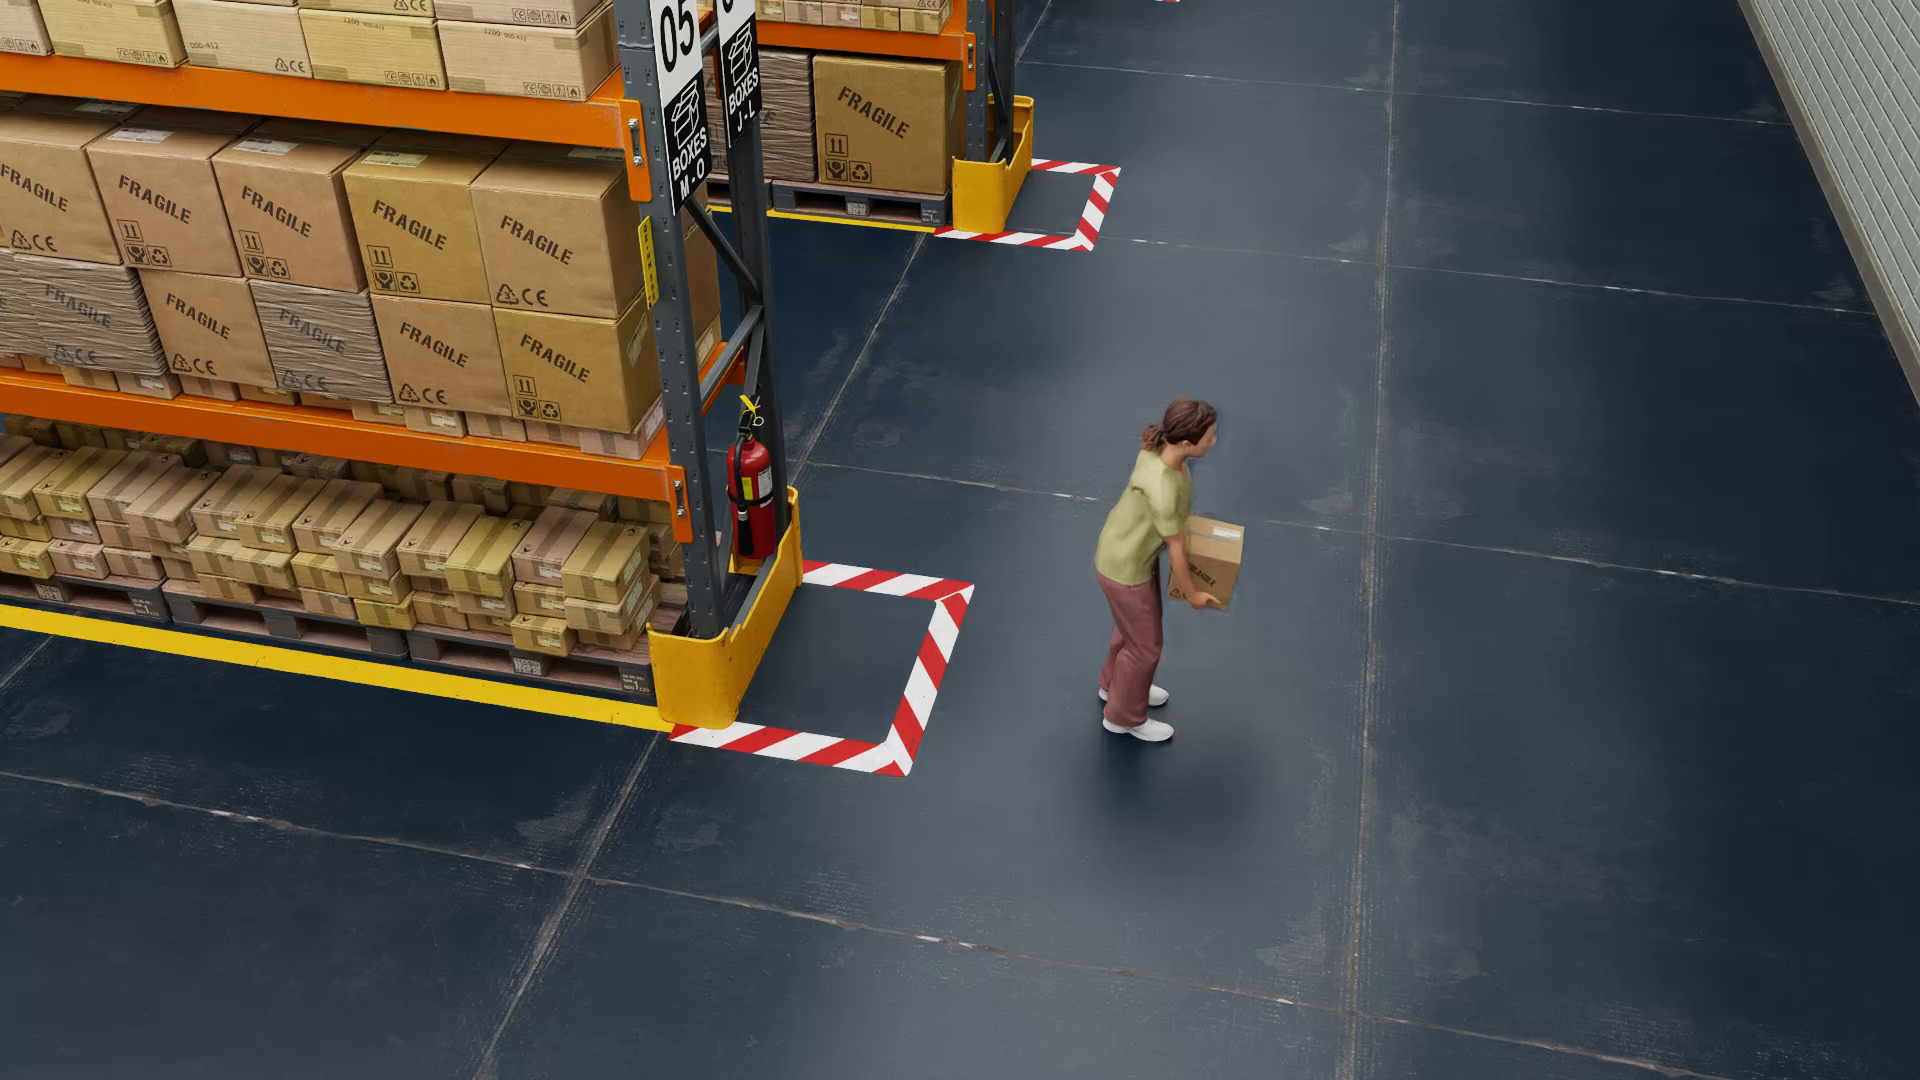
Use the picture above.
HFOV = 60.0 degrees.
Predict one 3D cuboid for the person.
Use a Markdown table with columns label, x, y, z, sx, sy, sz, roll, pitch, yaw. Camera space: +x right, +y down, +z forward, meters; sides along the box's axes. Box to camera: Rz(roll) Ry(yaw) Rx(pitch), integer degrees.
| label | x | y | z | sx | sy | sz | roll | pitch | yaw |
| --- | --- | --- | --- | --- | --- | --- | --- | --- | --- |
| person | 0.819 | 0.117 | 6.839 | 0.527 | 1.644 | 0.406 | 7 | 37 | 9 |
